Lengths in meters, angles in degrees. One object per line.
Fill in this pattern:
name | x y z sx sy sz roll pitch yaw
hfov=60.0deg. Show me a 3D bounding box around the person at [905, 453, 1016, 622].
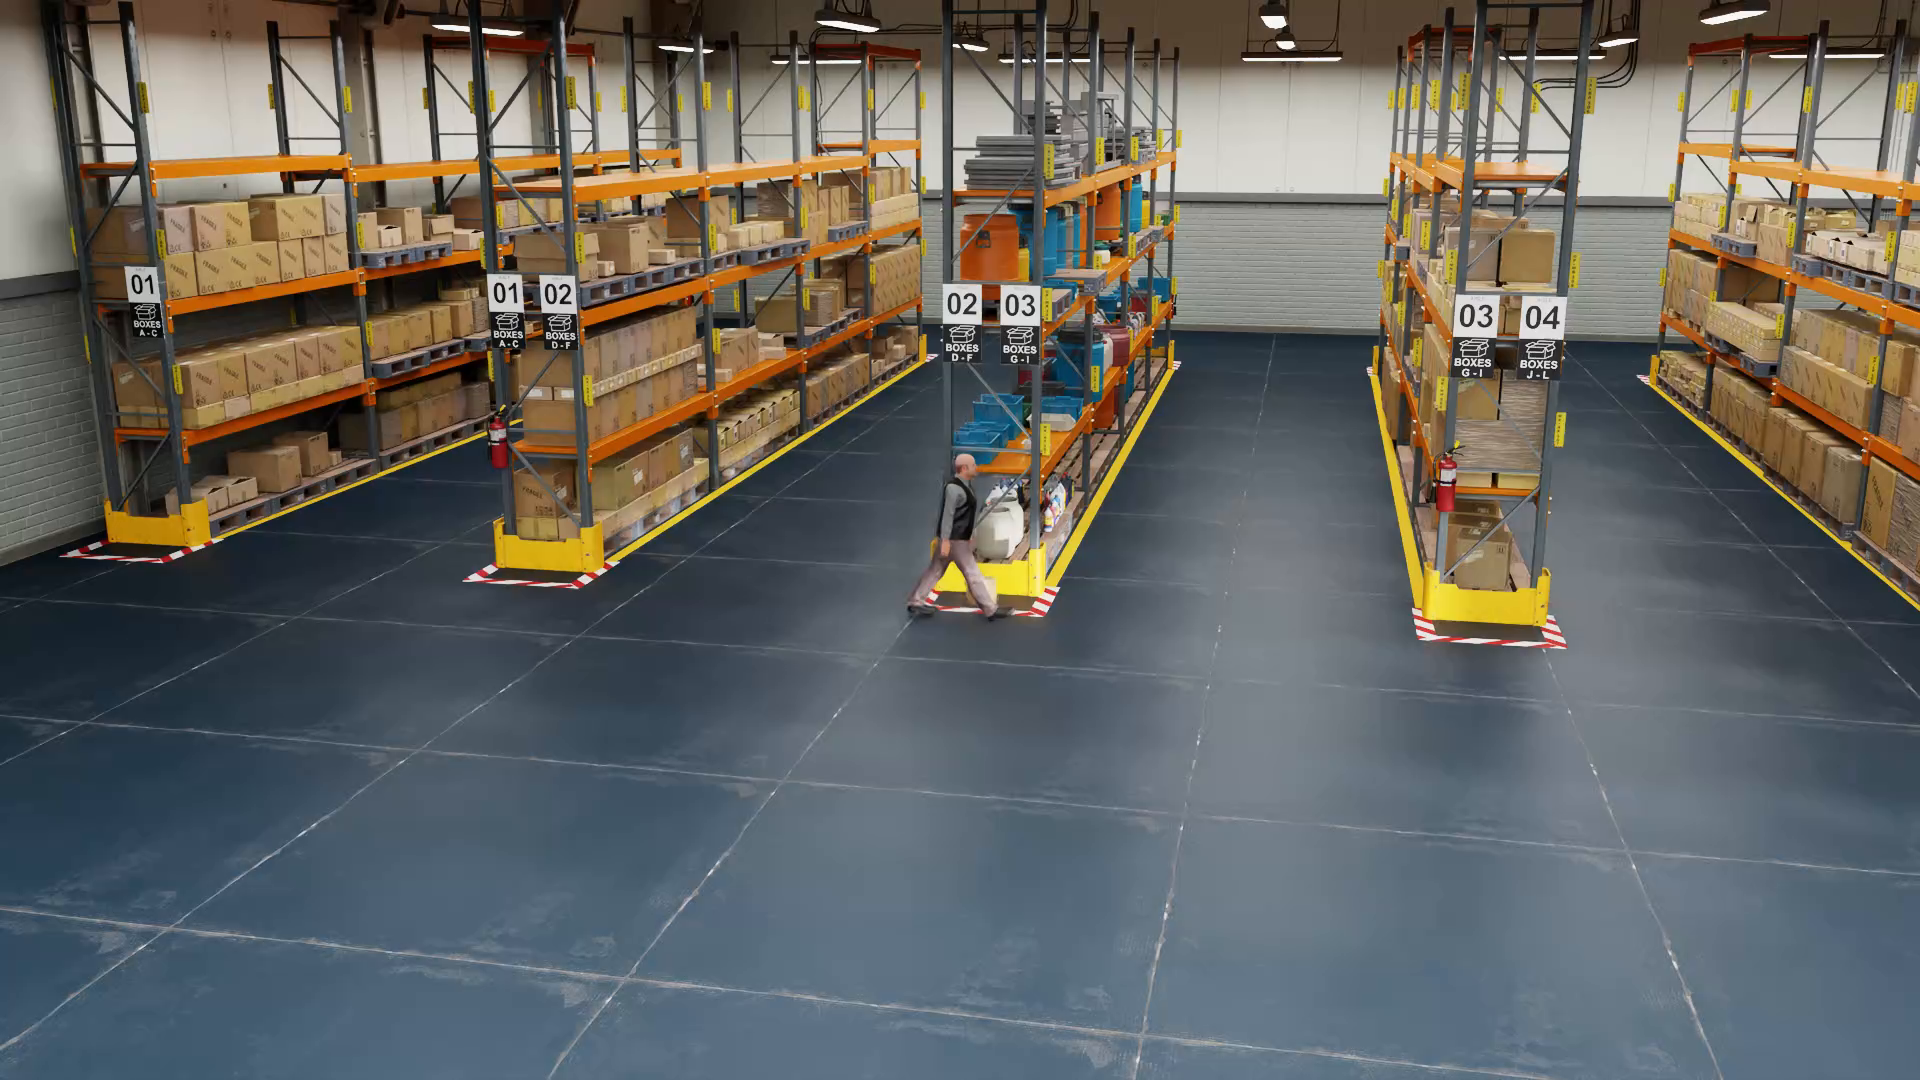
person | 0.007 -0.041 16.266 1.109 1.647 0.546 1 15 5
